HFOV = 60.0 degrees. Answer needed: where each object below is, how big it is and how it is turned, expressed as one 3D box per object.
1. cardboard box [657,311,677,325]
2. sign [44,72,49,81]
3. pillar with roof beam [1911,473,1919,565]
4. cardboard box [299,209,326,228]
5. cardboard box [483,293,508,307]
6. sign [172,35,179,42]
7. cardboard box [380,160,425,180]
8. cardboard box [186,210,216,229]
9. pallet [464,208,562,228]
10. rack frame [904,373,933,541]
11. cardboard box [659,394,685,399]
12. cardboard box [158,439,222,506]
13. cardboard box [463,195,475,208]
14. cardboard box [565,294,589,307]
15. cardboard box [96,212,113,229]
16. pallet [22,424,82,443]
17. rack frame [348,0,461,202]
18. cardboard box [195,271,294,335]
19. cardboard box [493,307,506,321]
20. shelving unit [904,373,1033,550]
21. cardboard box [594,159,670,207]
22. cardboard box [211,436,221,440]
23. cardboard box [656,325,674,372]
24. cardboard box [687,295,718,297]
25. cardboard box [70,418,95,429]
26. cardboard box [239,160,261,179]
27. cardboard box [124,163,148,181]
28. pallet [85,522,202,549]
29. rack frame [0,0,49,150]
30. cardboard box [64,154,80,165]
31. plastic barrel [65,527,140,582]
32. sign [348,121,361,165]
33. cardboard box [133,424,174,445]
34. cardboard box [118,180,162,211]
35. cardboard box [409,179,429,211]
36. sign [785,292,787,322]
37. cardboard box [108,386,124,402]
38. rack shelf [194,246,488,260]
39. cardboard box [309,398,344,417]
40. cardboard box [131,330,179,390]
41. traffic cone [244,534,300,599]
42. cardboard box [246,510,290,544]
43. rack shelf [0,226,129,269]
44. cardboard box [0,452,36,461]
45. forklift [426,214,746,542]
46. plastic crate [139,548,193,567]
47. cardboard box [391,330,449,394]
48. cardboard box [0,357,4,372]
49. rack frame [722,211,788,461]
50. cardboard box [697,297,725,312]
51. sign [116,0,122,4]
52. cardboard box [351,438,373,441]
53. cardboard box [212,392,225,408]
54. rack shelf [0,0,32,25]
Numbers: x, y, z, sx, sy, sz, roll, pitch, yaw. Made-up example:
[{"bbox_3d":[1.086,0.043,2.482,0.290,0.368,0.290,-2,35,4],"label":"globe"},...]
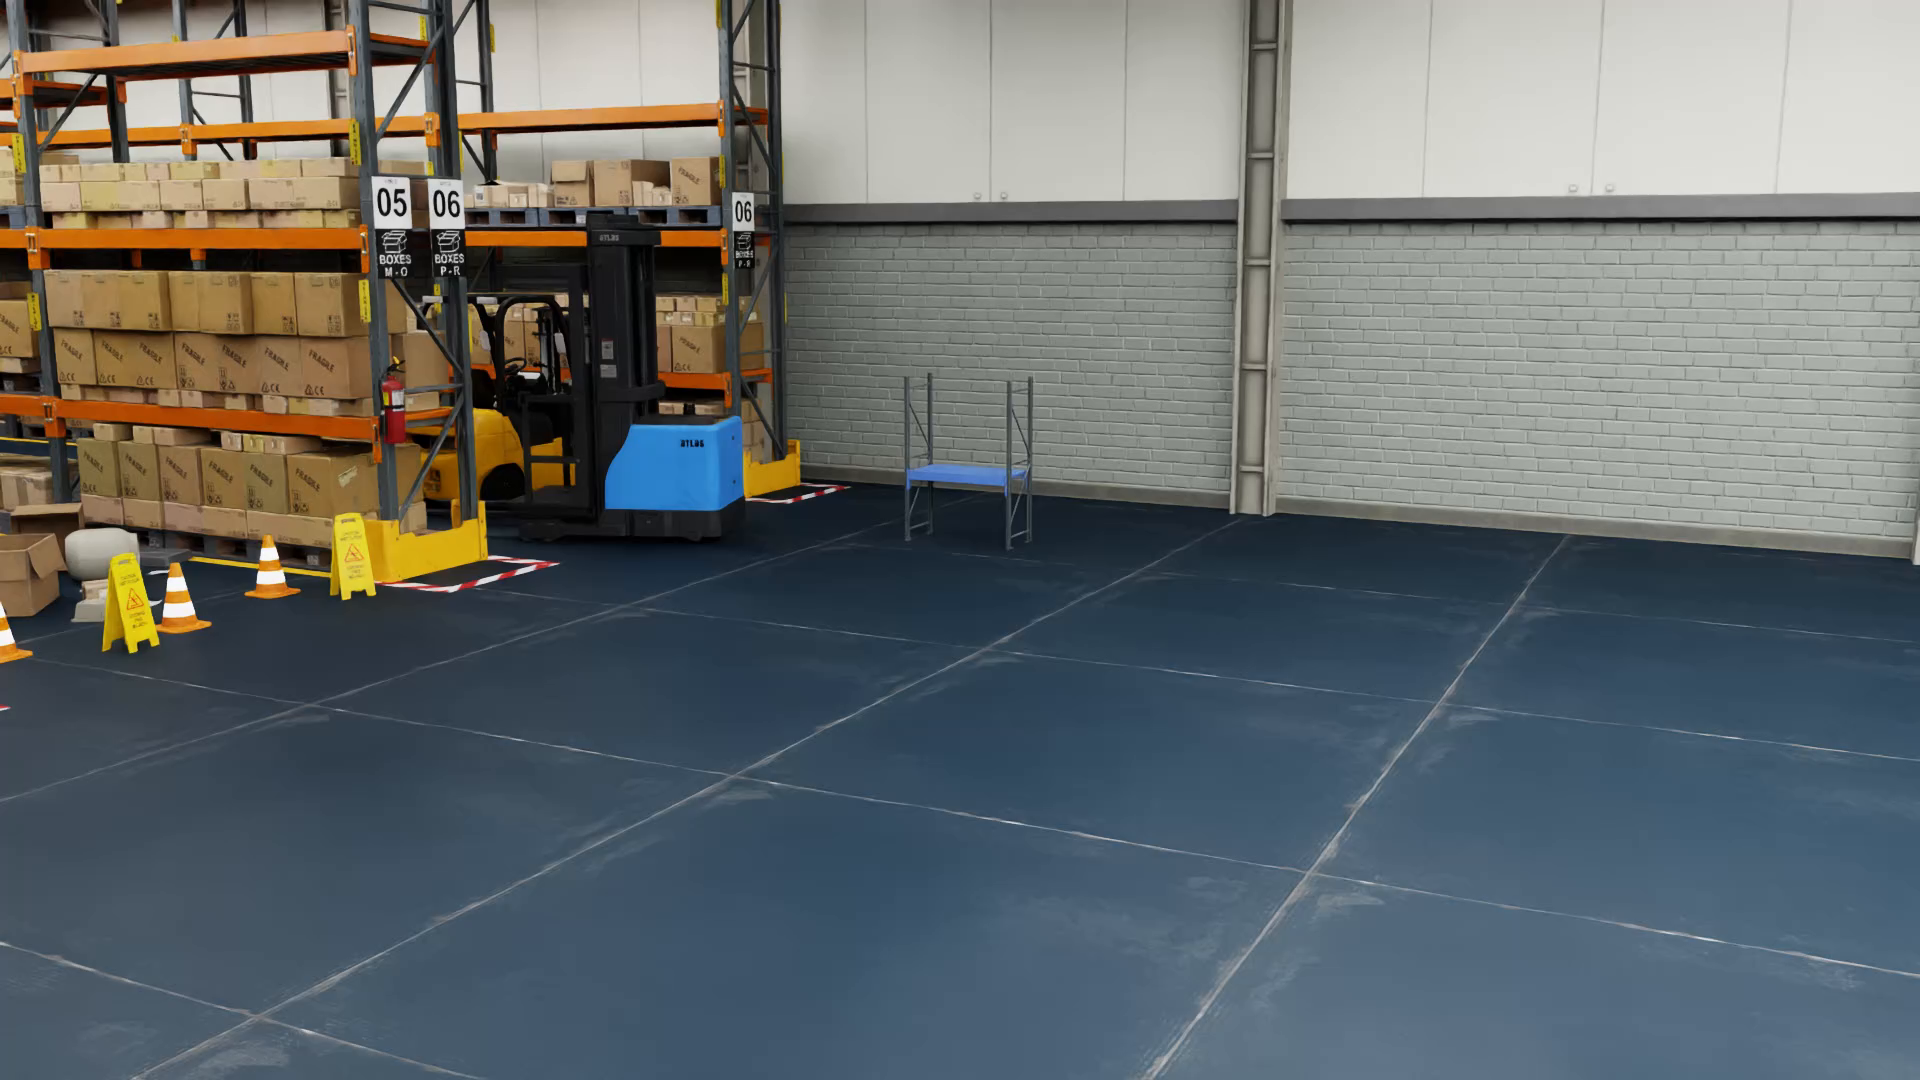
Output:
[{"bbox_3d":[-3.087,-2.421,18.104,0.250,0.149,0.380,5,12,27],"label":"cardboard box"},{"bbox_3d":[-12.725,-6.549,23.101,0.005,0.325,0.100,5,11,26],"label":"sign"},{"bbox_3d":[6.427,-3.543,9.556,0.400,9.000,9.100,5,11,26],"label":"pillar with roof beam"},{"bbox_3d":[-5.078,-2.582,13.377,0.250,0.149,0.380,5,11,26],"label":"cardboard box"},{"bbox_3d":[-5.354,-2.779,19.245,0.250,0.149,0.380,5,11,27],"label":"cardboard box"},{"bbox_3d":[-9.609,-6.018,20.391,0.005,0.325,0.100,5,11,26],"label":"sign"},{"bbox_3d":[-4.625,-3.037,13.652,0.250,0.149,0.380,5,11,25],"label":"cardboard box"},{"bbox_3d":[-6.238,-2.682,13.927,0.250,0.149,0.380,5,11,25],"label":"cardboard box"},{"bbox_3d":[-5.015,-3.709,19.149,1.213,0.211,1.003,5,11,26],"label":"pallet"},{"bbox_3d":[-0.379,-0.771,15.301,0.032,1.500,0.500,5,11,26],"label":"rack frame"},{"bbox_3d":[-3.445,-1.518,18.952,0.500,0.250,0.500,5,11,25],"label":"cardboard box"},{"bbox_3d":[-6.625,-0.599,14.571,0.500,0.500,0.500,6,12,29],"label":"cardboard box"},{"bbox_3d":[-5.523,-3.864,19.002,0.250,0.149,0.380,5,12,27],"label":"cardboard box"},{"bbox_3d":[-4.215,-2.677,18.679,0.250,0.149,0.380,5,11,26],"label":"cardboard box"},{"bbox_3d":[-7.332,-2.804,14.604,0.250,0.149,0.380,5,11,26],"label":"cardboard box"},{"bbox_3d":[-12.219,-1.540,23.168,1.213,0.211,1.003,5,11,26],"label":"pallet"},{"bbox_3d":[-4.397,-4.184,13.099,0.127,3.000,1.000,5,11,26],"label":"rack frame"},{"bbox_3d":[-5.905,-1.990,13.897,0.500,0.500,0.700,5,11,25],"label":"cardboard box"},{"bbox_3d":[-5.143,-2.605,19.119,0.250,0.149,0.380,5,11,26],"label":"cardboard box"},{"bbox_3d":[0.076,-0.731,15.079,1.048,1.500,0.538,5,11,26],"label":"shelving unit"},{"bbox_3d":[-3.583,-3.899,18.205,0.500,0.500,0.700,5,11,26],"label":"cardboard box"},{"bbox_3d":[-6.420,-0.686,15.054,0.500,0.500,0.500,6,12,29],"label":"cardboard box"},{"bbox_3d":[-3.223,-2.113,18.223,0.500,0.500,0.500,5,12,28],"label":"cardboard box"},{"bbox_3d":[-2.873,-2.645,18.503,0.250,0.149,0.380,5,12,27],"label":"cardboard box"},{"bbox_3d":[-11.703,-1.793,22.572,0.500,0.500,0.500,5,11,24],"label":"cardboard box"},{"bbox_3d":[-5.703,-3.048,13.714,0.250,0.149,0.380,5,11,26],"label":"cardboard box"},{"bbox_3d":[-6.898,-3.140,14.222,0.250,0.149,0.380,5,11,24],"label":"cardboard box"},{"bbox_3d":[-7.366,-0.128,15.362,1.213,0.211,1.003,5,11,26],"label":"pallet"},{"bbox_3d":[-12.965,-5.922,22.706,0.127,3.000,1.000,5,11,26],"label":"rack frame"},{"bbox_3d":[-8.782,-3.550,15.856,0.500,0.250,0.500,5,11,25],"label":"cardboard box"},{"bbox_3d":[-6.919,0.115,13.426,0.512,0.421,0.421,-4,11,-23],"label":"plastic barrel"},{"bbox_3d":[-4.660,-3.056,12.806,0.005,0.325,0.100,5,11,26],"label":"sign"},{"bbox_3d":[-7.027,-0.940,14.633,0.250,0.149,0.380,6,12,28],"label":"cardboard box"},{"bbox_3d":[-6.800,-2.937,14.216,0.500,0.250,0.500,5,11,26],"label":"cardboard box"},{"bbox_3d":[-4.730,-2.863,13.807,0.500,0.250,0.500,5,11,25],"label":"cardboard box"},{"bbox_3d":[-1.953,-2.578,18.418,0.005,0.325,0.100,5,11,26],"label":"sign"},{"bbox_3d":[-7.342,-1.320,14.824,0.250,0.149,0.380,5,11,26],"label":"cardboard box"},{"bbox_3d":[-7.585,-3.620,20.425,4.000,0.370,1.077,5,11,26],"label":"rack shelf"},{"bbox_3d":[-5.103,-1.106,13.642,0.250,0.149,0.380,5,11,25],"label":"cardboard box"},{"bbox_3d":[-6.808,-1.586,14.474,0.500,0.500,0.500,5,11,25],"label":"cardboard box"},{"bbox_3d":[-5.353,0.189,12.908,0.334,0.463,0.336,5,11,26],"label":"traffic cone"},{"bbox_3d":[-5.702,-0.148,14.188,0.500,0.250,0.500,5,11,26],"label":"cardboard box"},{"bbox_3d":[-9.777,-2.827,16.043,4.000,0.370,1.077,5,11,26],"label":"rack shelf"},{"bbox_3d":[-9.726,-0.612,16.409,0.625,0.372,0.950,5,12,28],"label":"cardboard box"},{"bbox_3d":[-3.605,-1.519,15.414,3.031,2.935,1.130,1,10,7],"label":"forklift"},{"bbox_3d":[-6.939,0.144,14.228,0.583,0.080,0.402,1,10,6],"label":"plastic crate"},{"bbox_3d":[-4.699,-1.509,14.049,0.500,0.500,0.500,5,11,25],"label":"cardboard box"},{"bbox_3d":[-8.796,-1.650,15.471,0.250,0.149,0.380,5,11,24],"label":"cardboard box"},{"bbox_3d":[-2.204,-2.025,18.015,0.127,3.000,1.000,5,11,26],"label":"rack frame"},{"bbox_3d":[-2.618,-2.534,17.892,0.250,0.149,0.380,5,11,26],"label":"cardboard box"},{"bbox_3d":[-7.727,-5.083,15.221,0.005,0.325,0.100,5,11,26],"label":"sign"},{"bbox_3d":[-6.956,-1.480,20.493,0.625,0.625,0.875,5,11,25],"label":"cardboard box"},{"bbox_3d":[-6.189,-1.227,14.313,0.250,0.149,0.380,5,11,26],"label":"cardboard box"},{"bbox_3d":[-14.759,-7.361,23.345,4.000,0.370,1.077,5,11,26],"label":"rack shelf"}]
